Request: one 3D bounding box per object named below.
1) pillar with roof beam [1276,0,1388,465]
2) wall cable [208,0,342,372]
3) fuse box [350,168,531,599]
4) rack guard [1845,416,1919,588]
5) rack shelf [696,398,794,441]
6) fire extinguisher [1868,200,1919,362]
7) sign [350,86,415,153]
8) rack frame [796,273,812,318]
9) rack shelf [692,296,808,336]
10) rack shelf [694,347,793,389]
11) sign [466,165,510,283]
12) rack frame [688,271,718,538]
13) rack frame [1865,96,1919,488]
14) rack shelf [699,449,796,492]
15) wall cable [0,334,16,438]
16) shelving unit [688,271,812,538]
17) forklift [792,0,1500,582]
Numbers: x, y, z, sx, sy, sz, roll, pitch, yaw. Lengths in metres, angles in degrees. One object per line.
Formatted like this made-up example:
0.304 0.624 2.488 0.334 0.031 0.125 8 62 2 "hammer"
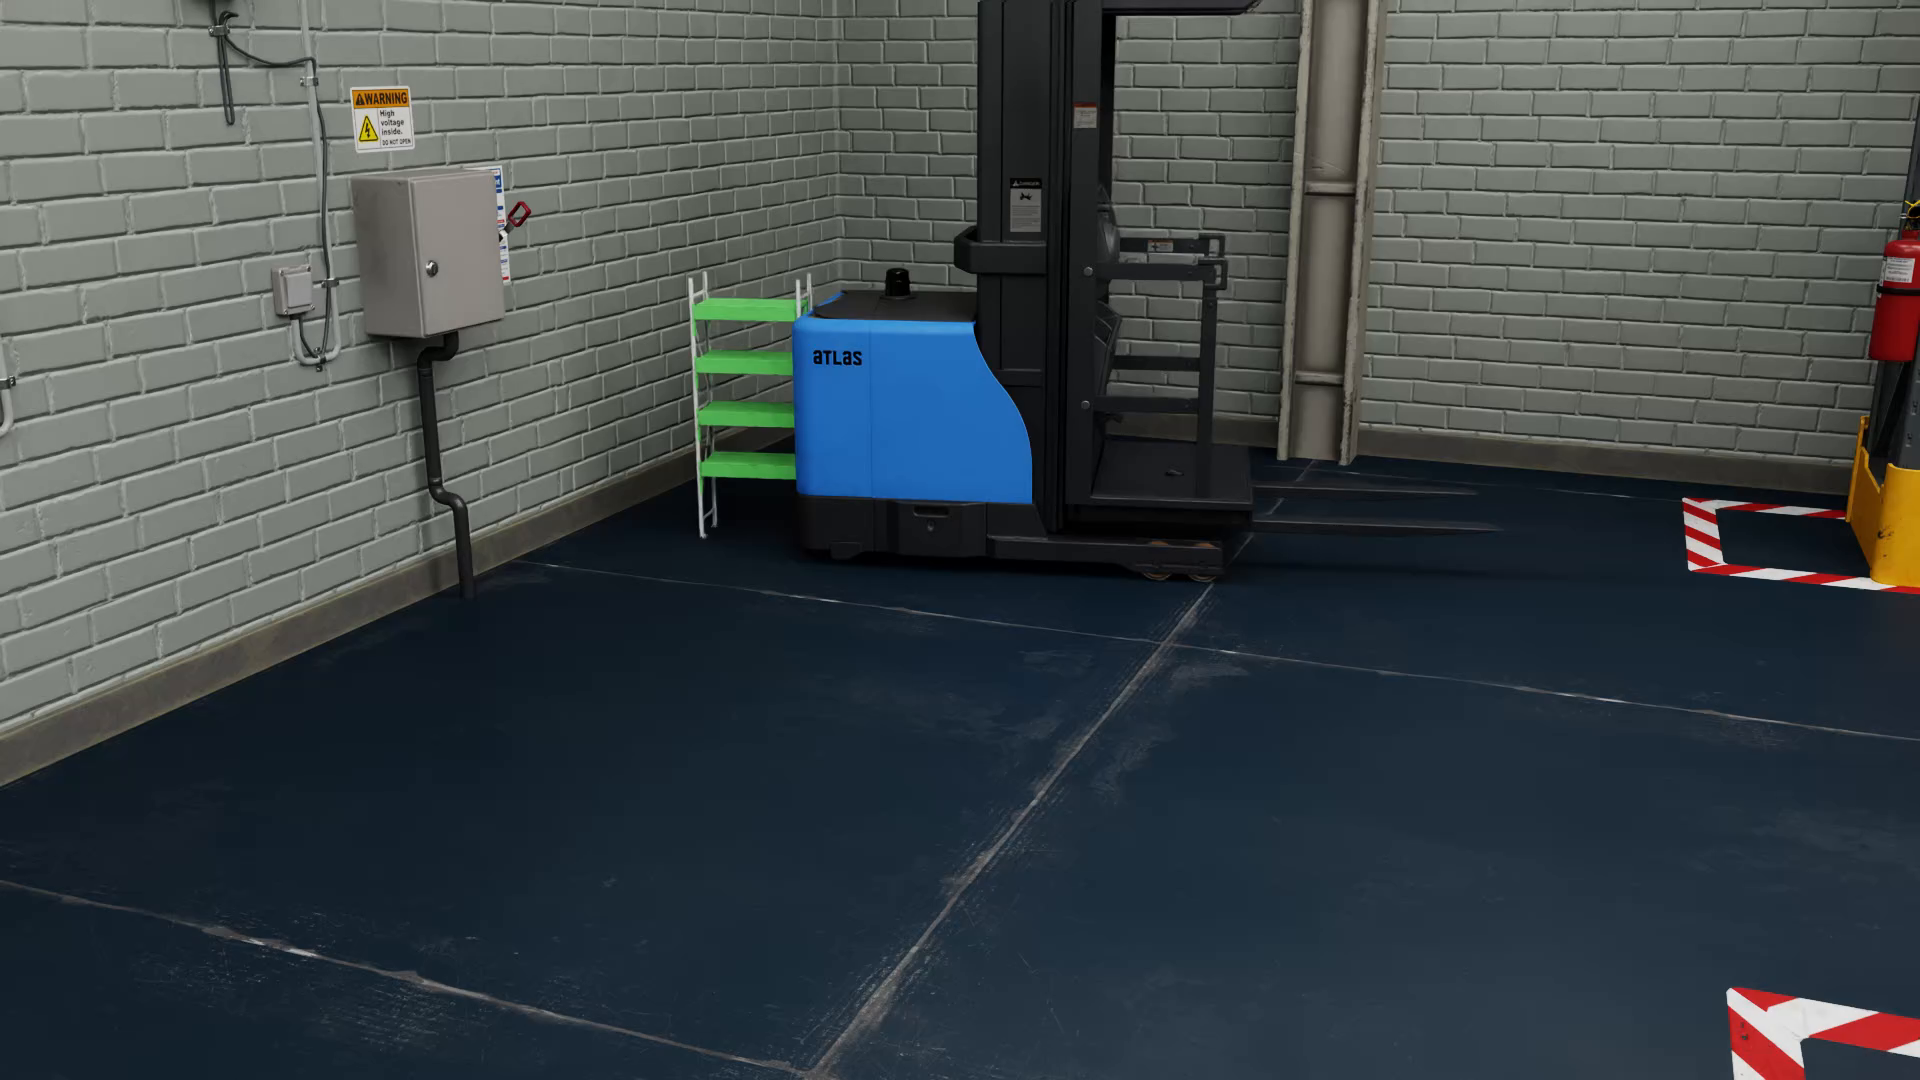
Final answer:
0.412 -3.671 4.179 0.400 9.000 9.100 6 17 21 "pillar with roof beam"
-2.393 -1.537 5.766 0.122 1.984 0.588 6 17 21 "wall cable"
-1.996 -0.591 6.641 0.414 1.711 0.539 6 17 21 "fuse box"
4.240 -0.189 7.428 0.348 0.500 1.175 6 17 21 "rack guard"
-0.938 -0.546 7.632 0.480 0.148 0.258 2 16 8 "rack shelf"
3.862 -1.076 6.808 0.183 0.674 0.296 6 17 21 "fire extinguisher"
-2.209 -1.614 6.370 0.001 0.242 0.339 6 17 21 "sign"
-0.697 -0.598 7.581 0.015 1.200 0.240 2 16 8 "rack frame"
-0.938 -1.007 7.498 0.480 0.148 0.258 2 16 8 "rack shelf"
-0.938 -0.777 7.565 0.480 0.148 0.258 2 16 8 "rack shelf"
-2.008 -1.314 6.989 0.001 0.494 0.329 6 17 21 "sign"
-1.180 -0.617 7.647 0.015 1.200 0.240 2 16 8 "rack frame"
4.169 -1.397 7.106 0.127 3.000 1.000 6 17 21 "rack frame"
-0.938 -0.316 7.699 0.480 0.148 0.258 2 16 8 "rack shelf"
-2.903 -1.183 4.491 0.123 1.953 0.585 6 17 21 "wall cable"
-0.938 -0.607 7.614 0.503 1.200 0.258 2 16 8 "shelving unit"
0.827 -1.386 7.192 3.031 2.935 1.130 2 16 8 "forklift"
